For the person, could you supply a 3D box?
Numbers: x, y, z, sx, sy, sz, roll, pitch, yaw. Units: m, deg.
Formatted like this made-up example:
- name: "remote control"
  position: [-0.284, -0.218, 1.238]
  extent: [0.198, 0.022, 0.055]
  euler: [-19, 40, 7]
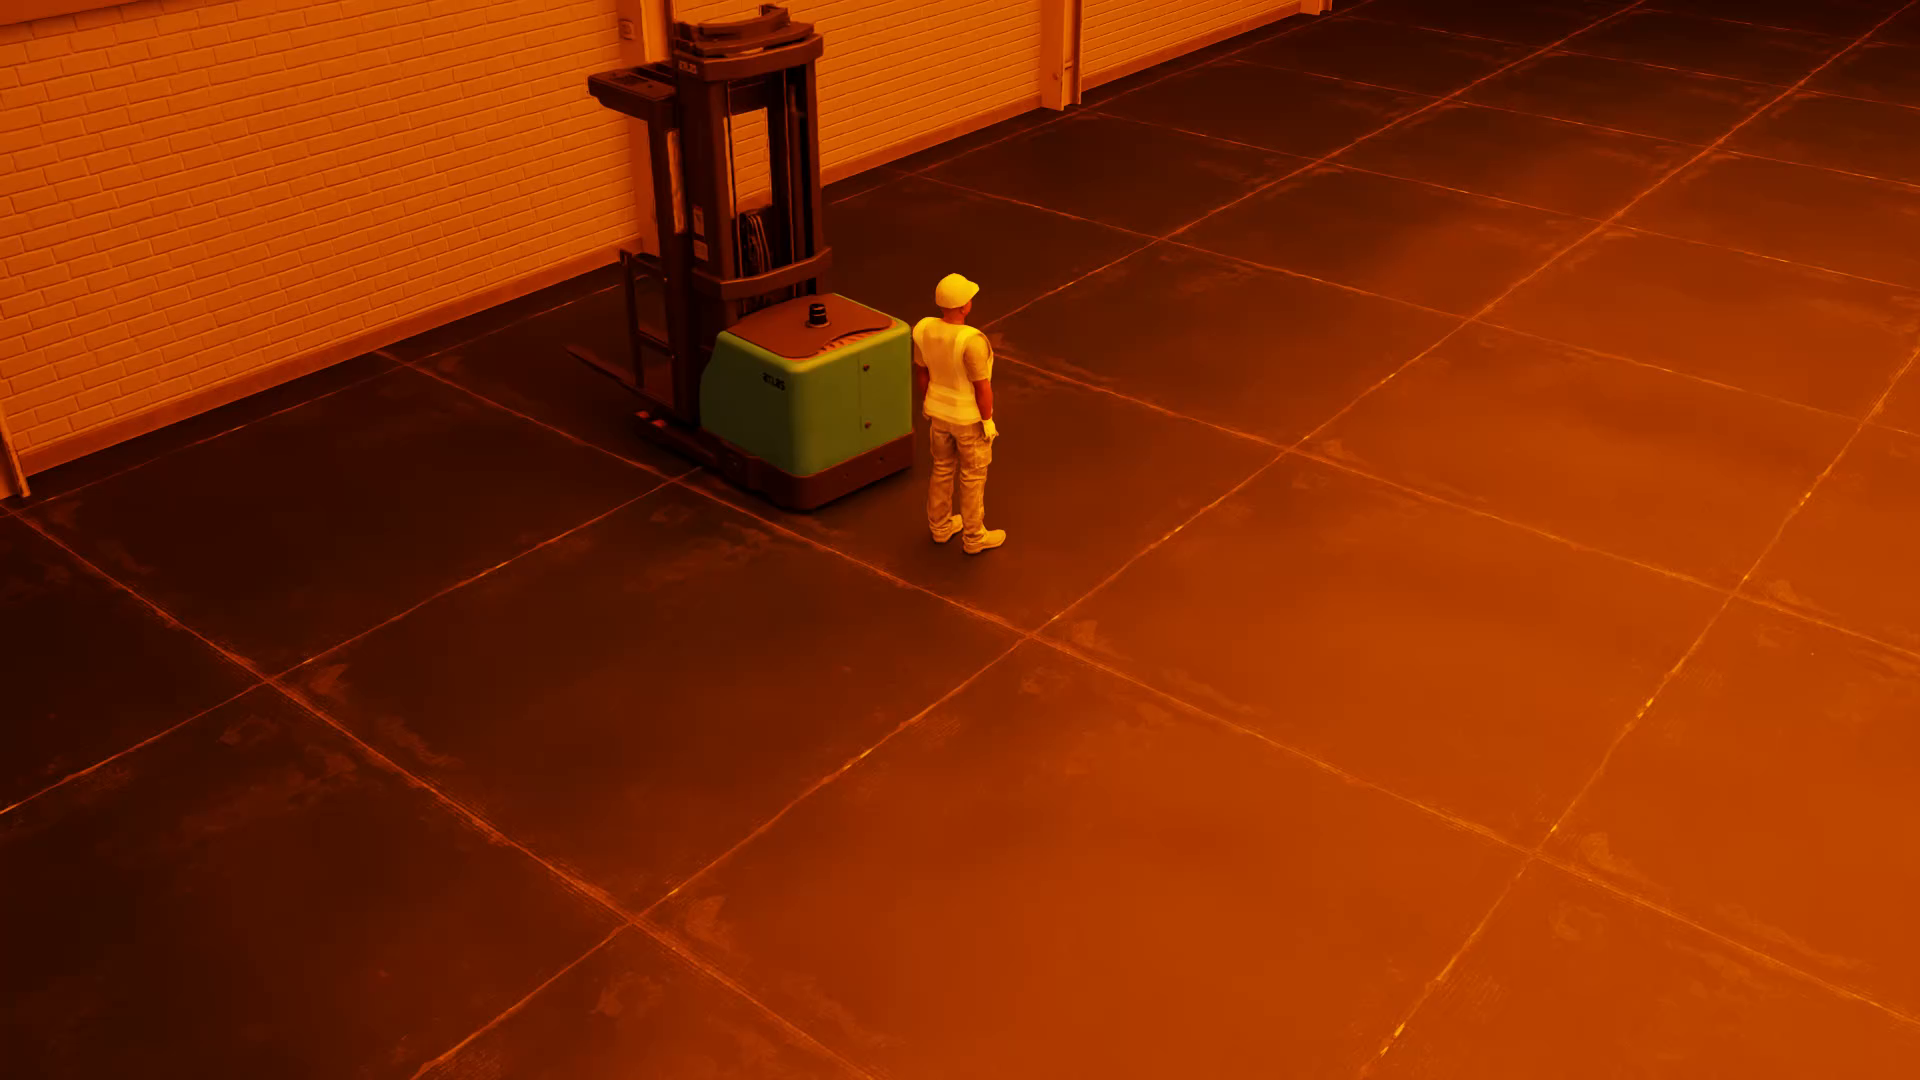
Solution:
- name: "person"
  position: [-0.001, -0.772, 10.053]
  extent: [0.543, 1.789, 0.387]
  euler: [22, 37, 33]

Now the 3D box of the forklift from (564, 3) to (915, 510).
- name: "forklift"
  position: [-1.694, -2.103, 11.194]
  extent: [1.130, 2.935, 3.031]
  euler: [-26, 39, -37]
